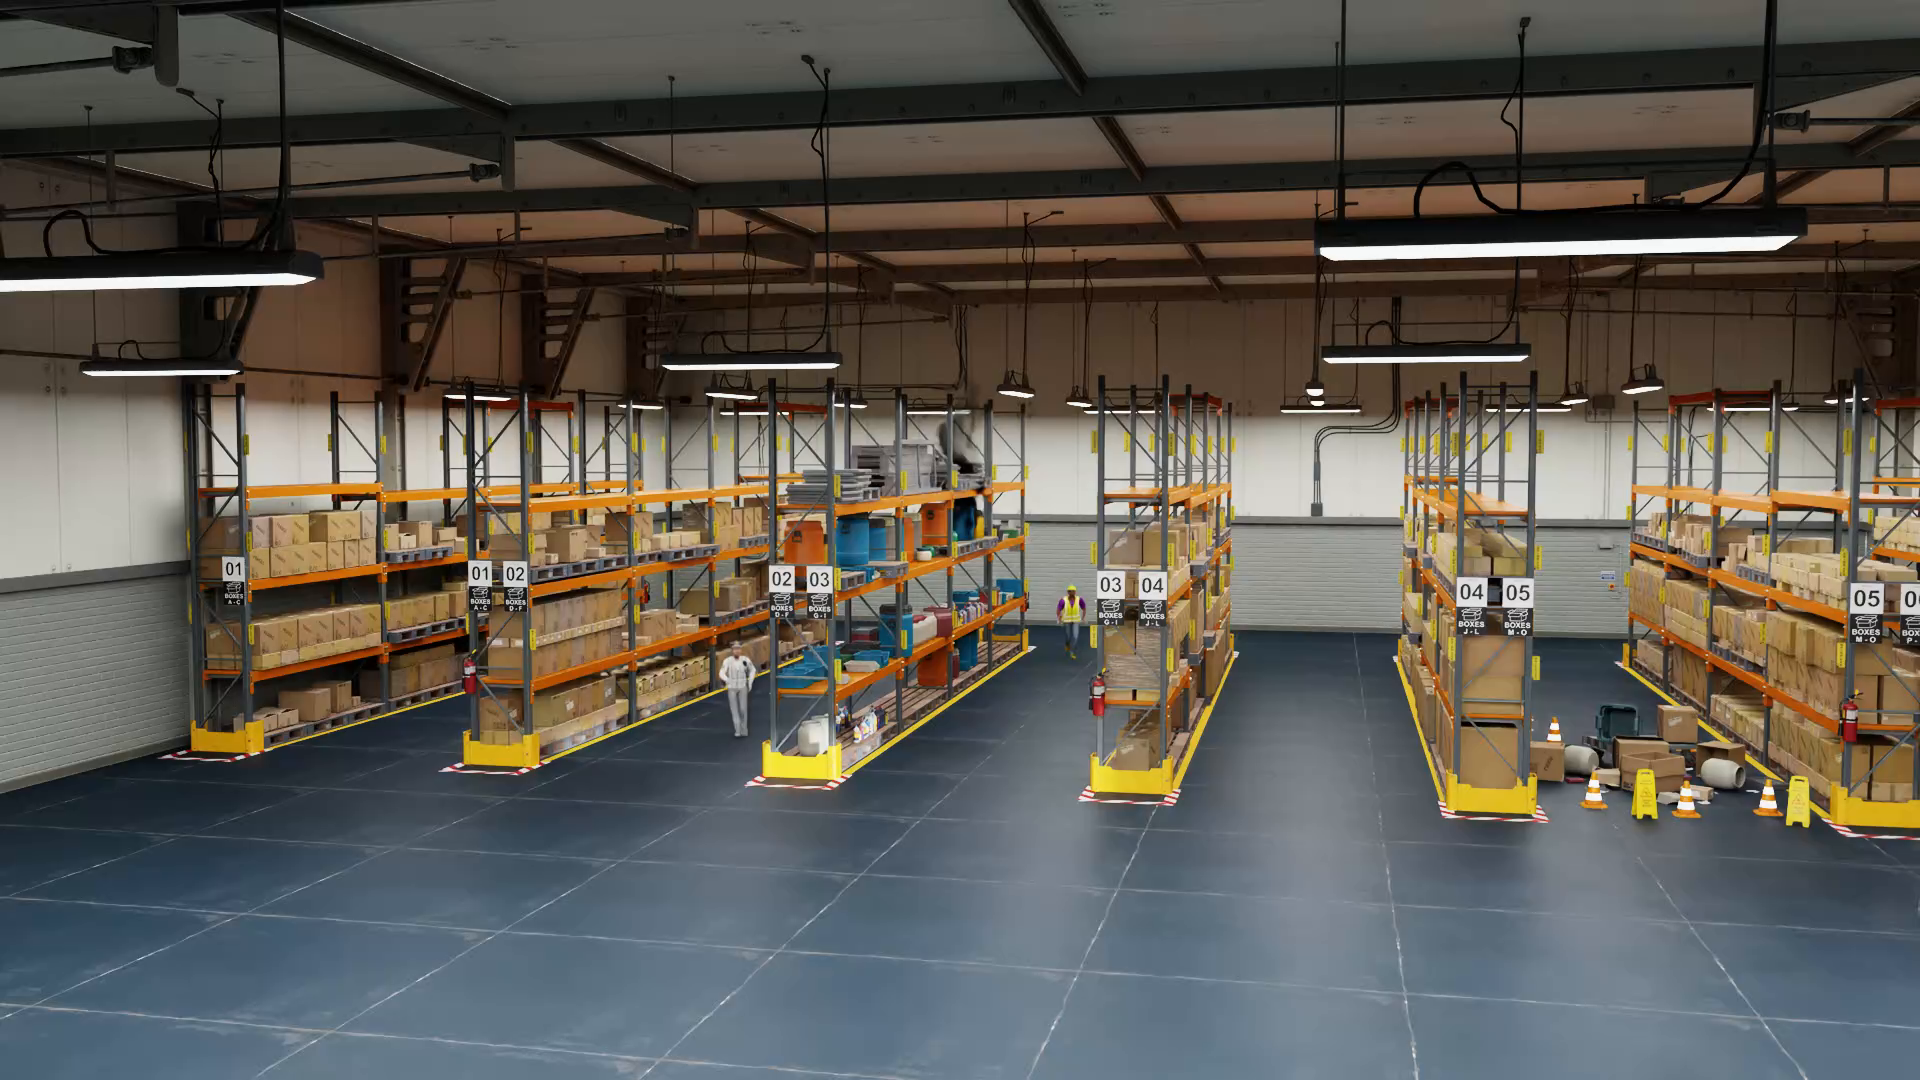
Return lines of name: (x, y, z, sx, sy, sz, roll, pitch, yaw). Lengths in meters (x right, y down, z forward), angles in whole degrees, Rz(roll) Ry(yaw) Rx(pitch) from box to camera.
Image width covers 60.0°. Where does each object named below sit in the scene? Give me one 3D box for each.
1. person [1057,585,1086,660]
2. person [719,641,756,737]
person: (2.623, 1.917, 39.069, 0.696, 1.728, 0.745, 0, 3, 0)
person: (-3.799, 2.544, 28.348, 0.618, 1.659, 0.597, 0, 3, -5)
